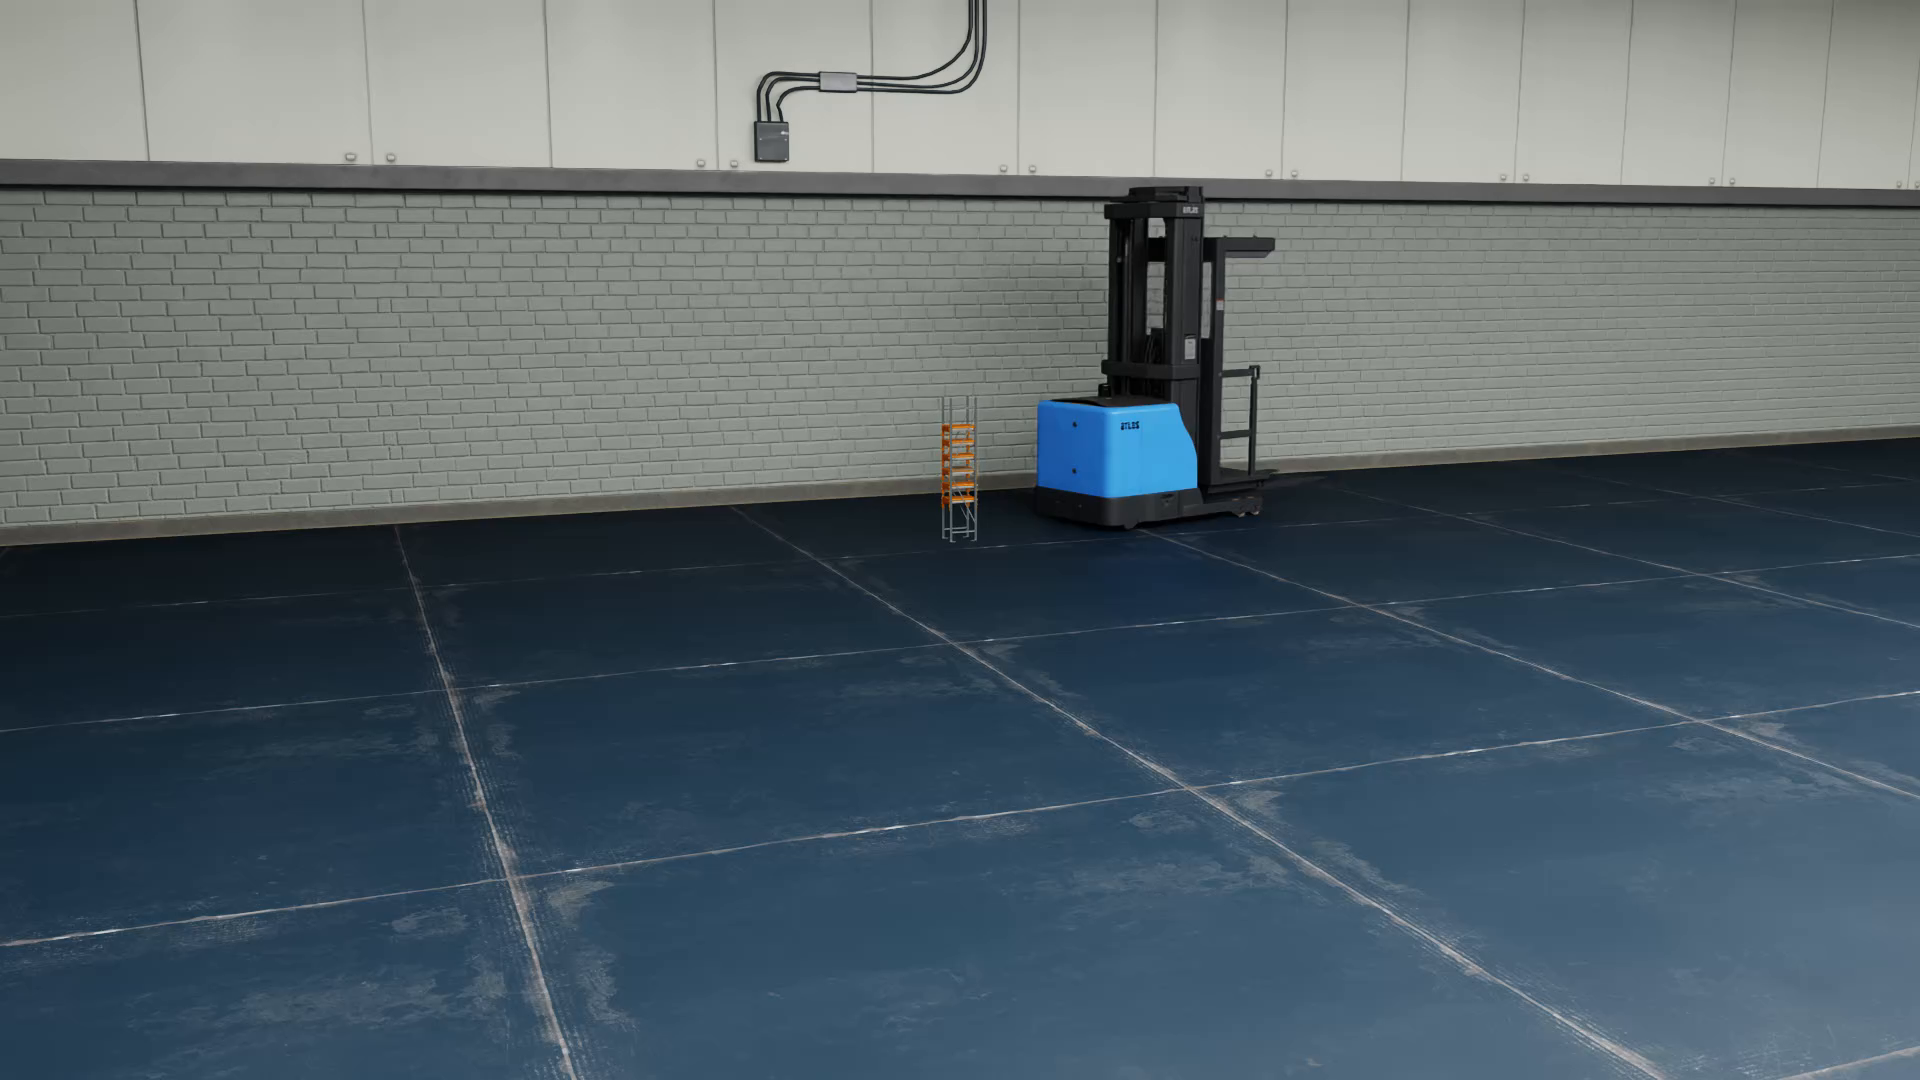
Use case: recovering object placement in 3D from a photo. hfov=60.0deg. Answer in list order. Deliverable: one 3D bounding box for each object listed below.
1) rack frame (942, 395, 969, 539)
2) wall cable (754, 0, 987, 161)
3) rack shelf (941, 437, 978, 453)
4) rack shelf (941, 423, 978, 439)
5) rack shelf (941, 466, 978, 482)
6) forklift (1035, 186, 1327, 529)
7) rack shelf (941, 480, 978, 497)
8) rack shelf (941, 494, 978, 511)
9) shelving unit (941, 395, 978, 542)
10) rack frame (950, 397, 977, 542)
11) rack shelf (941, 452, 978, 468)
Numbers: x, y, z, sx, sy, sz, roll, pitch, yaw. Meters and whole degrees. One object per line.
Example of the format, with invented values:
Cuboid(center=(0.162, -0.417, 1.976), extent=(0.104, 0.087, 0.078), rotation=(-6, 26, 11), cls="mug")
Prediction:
Cuboid(center=(-0.038, -0.608, 13.912), extent=(0.240, 1.200, 0.006), rotation=(-4, 11, -21), cls="rack frame")
Cuboid(center=(-0.801, -6.526, 15.203), extent=(2.305, 6.003, 0.169), rotation=(-4, 11, -21), cls="wall cable")
Cuboid(center=(-0.005, -0.786, 13.794), extent=(0.258, 0.103, 0.180), rotation=(-4, 11, -21), cls="rack shelf")
Cuboid(center=(-0.005, -0.904, 13.773), extent=(0.258, 0.103, 0.180), rotation=(-4, 11, -21), cls="rack shelf")
Cuboid(center=(-0.005, -0.549, 13.836), extent=(0.258, 0.103, 0.180), rotation=(-4, 11, -21), cls="rack shelf")
Cuboid(center=(2.150, -1.719, 15.213), extent=(3.031, 2.935, 1.130), rotation=(-8, 13, -37), cls="forklift")
Cuboid(center=(-0.005, -0.431, 13.857), extent=(0.258, 0.103, 0.180), rotation=(-4, 11, -21), cls="rack shelf")
Cuboid(center=(-0.005, -0.313, 13.878), extent=(0.258, 0.103, 0.180), rotation=(-4, 11, -21), cls="rack shelf")
Cuboid(center=(-0.005, -0.593, 13.828), extent=(0.258, 1.200, 0.189), rotation=(-4, 11, -21), cls="shelving unit")
Cuboid(center=(0.028, -0.578, 13.744), extent=(0.240, 1.200, 0.006), rotation=(-4, 11, -21), cls="rack frame")
Cuboid(center=(-0.005, -0.667, 13.815), extent=(0.258, 0.103, 0.180), rotation=(-4, 11, -21), cls="rack shelf")
